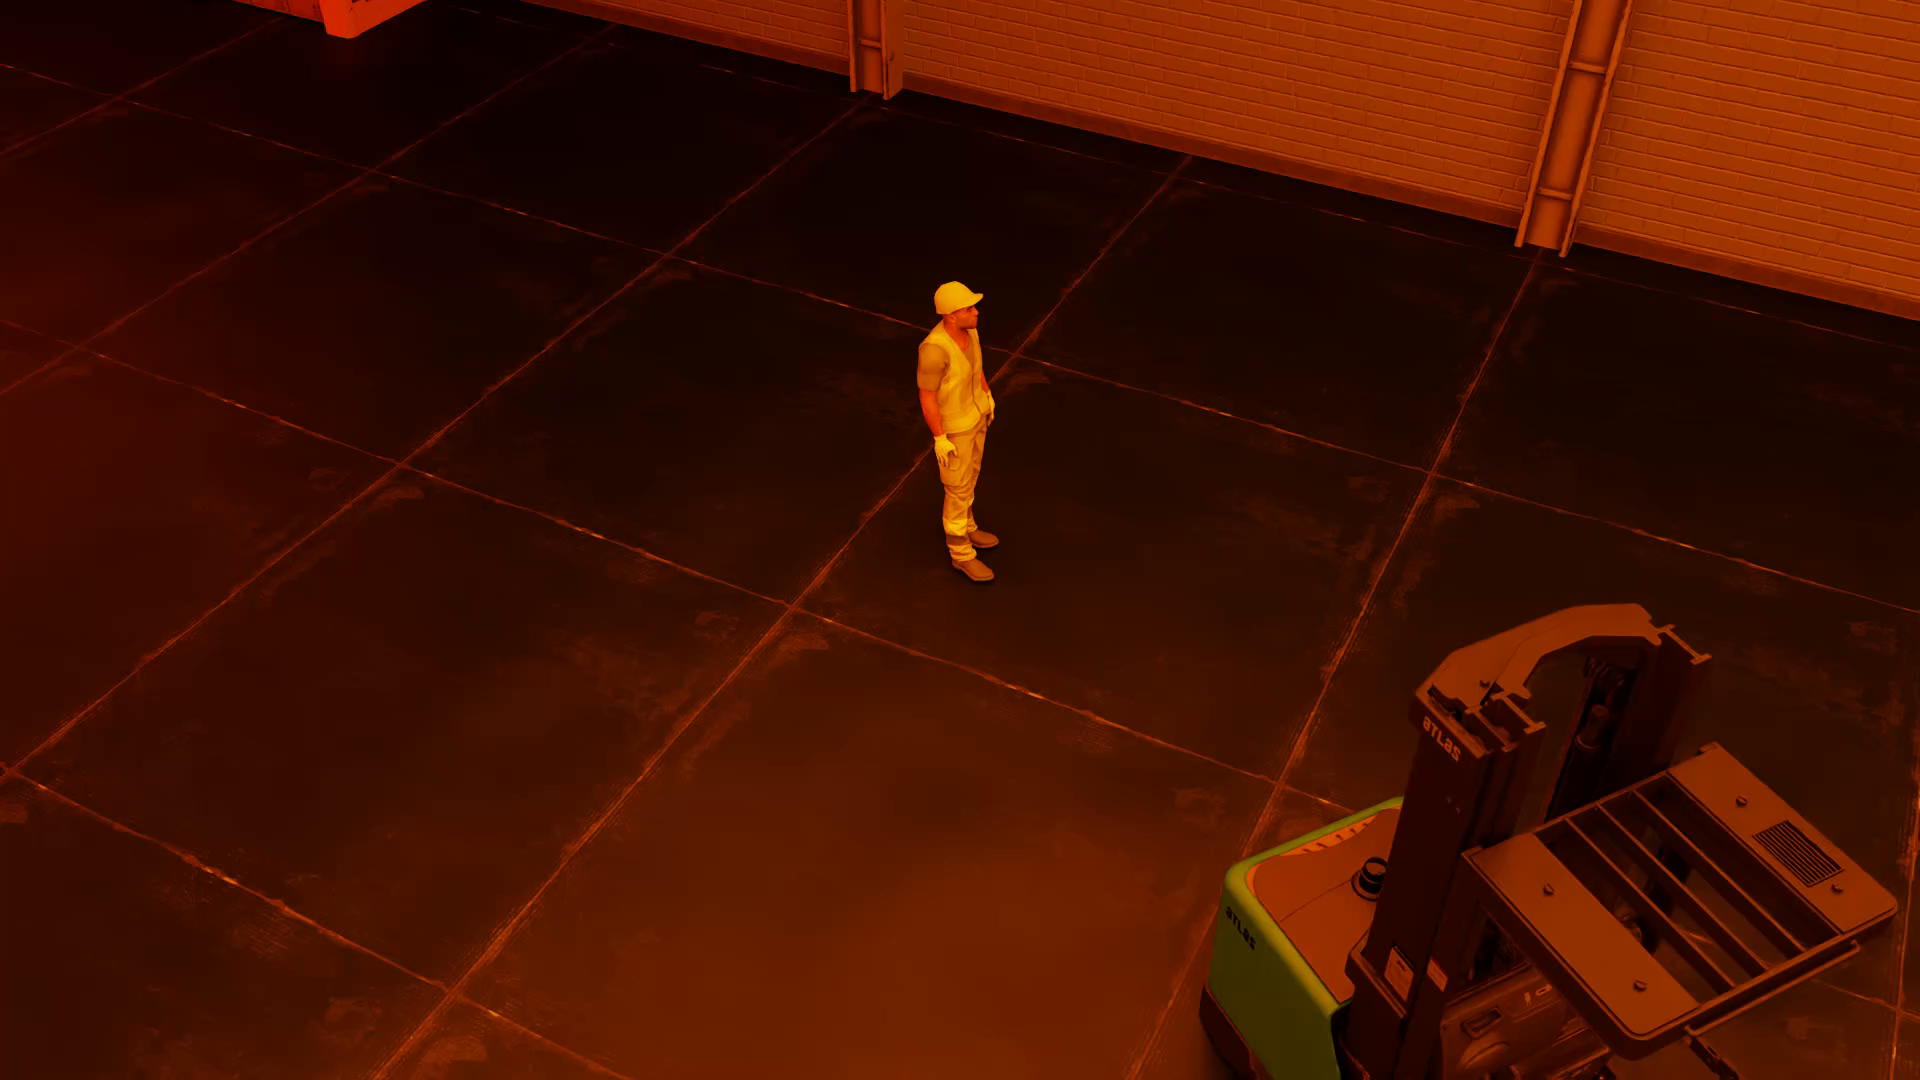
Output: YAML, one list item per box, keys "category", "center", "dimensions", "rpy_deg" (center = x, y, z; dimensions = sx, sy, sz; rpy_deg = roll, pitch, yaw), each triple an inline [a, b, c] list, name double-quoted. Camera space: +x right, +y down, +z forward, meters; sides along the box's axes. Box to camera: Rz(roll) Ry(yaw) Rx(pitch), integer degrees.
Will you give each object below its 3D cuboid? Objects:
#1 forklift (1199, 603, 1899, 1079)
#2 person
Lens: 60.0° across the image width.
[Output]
- category: "forklift"
  center: [2.195, 1.791, 5.860]
  dimensions: [1.130, 2.935, 3.031]
  rpy_deg: [-18, 43, -20]
- category: "person"
  center: [0.066, -0.659, 9.644]
  dimensions: [0.562, 1.790, 0.637]
  rpy_deg: [18, 43, 21]
